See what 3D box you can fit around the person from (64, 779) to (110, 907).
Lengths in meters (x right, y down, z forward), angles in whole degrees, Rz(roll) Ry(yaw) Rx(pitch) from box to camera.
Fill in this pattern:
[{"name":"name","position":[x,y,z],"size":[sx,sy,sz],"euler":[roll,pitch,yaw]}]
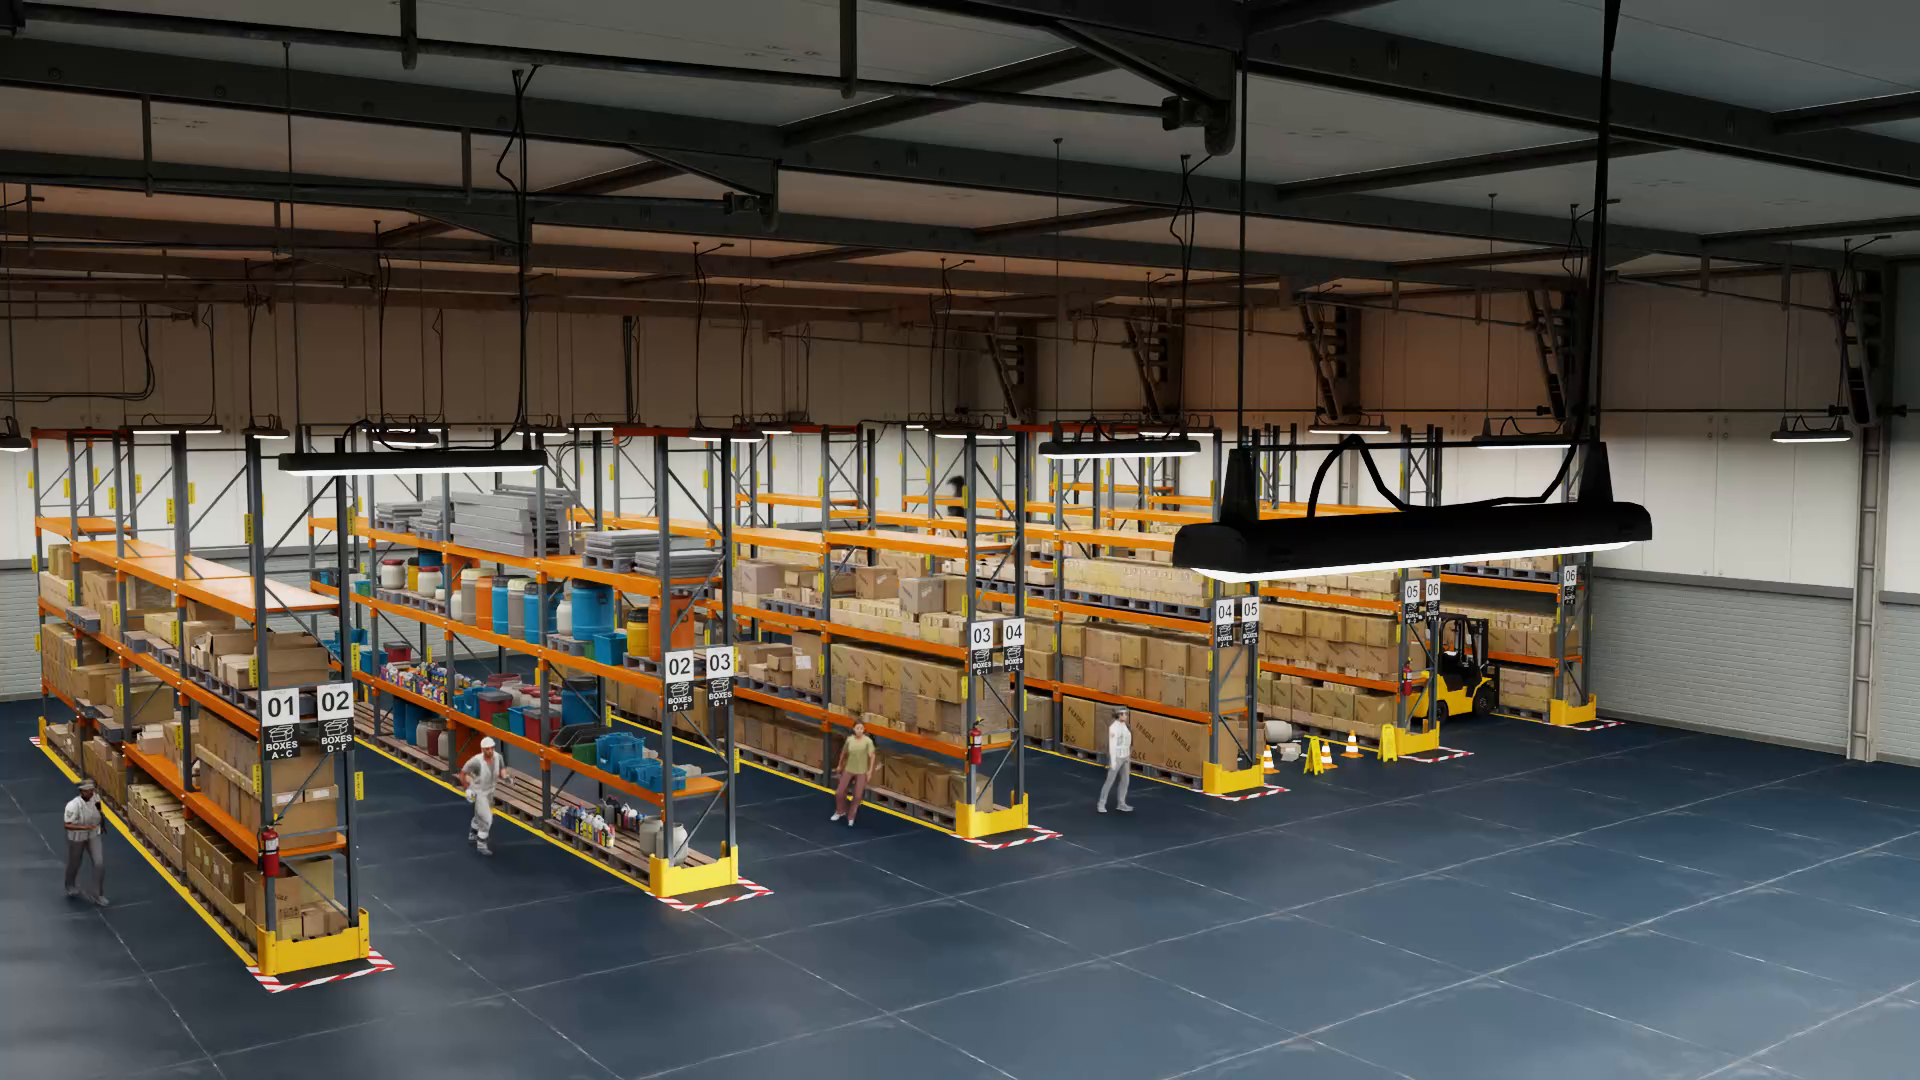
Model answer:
[{"name":"person","position":[-11.233,3.836,21.327],"size":[0.954,1.654,0.575],"euler":[4,6,43]}]

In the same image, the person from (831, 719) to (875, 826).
[{"name":"person","position":[-1.634,3.548,25.353],"size":[0.697,1.666,0.437],"euler":[0,4,4]}]

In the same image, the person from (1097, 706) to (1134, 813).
[{"name":"person","position":[2.447,3.451,26.190],"size":[0.488,1.675,0.622],"euler":[3,5,32]}]

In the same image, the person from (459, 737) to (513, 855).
[{"name":"person","position":[-6.785,3.632,23.804],"size":[0.914,1.716,0.699],"euler":[2,5,24]}]
